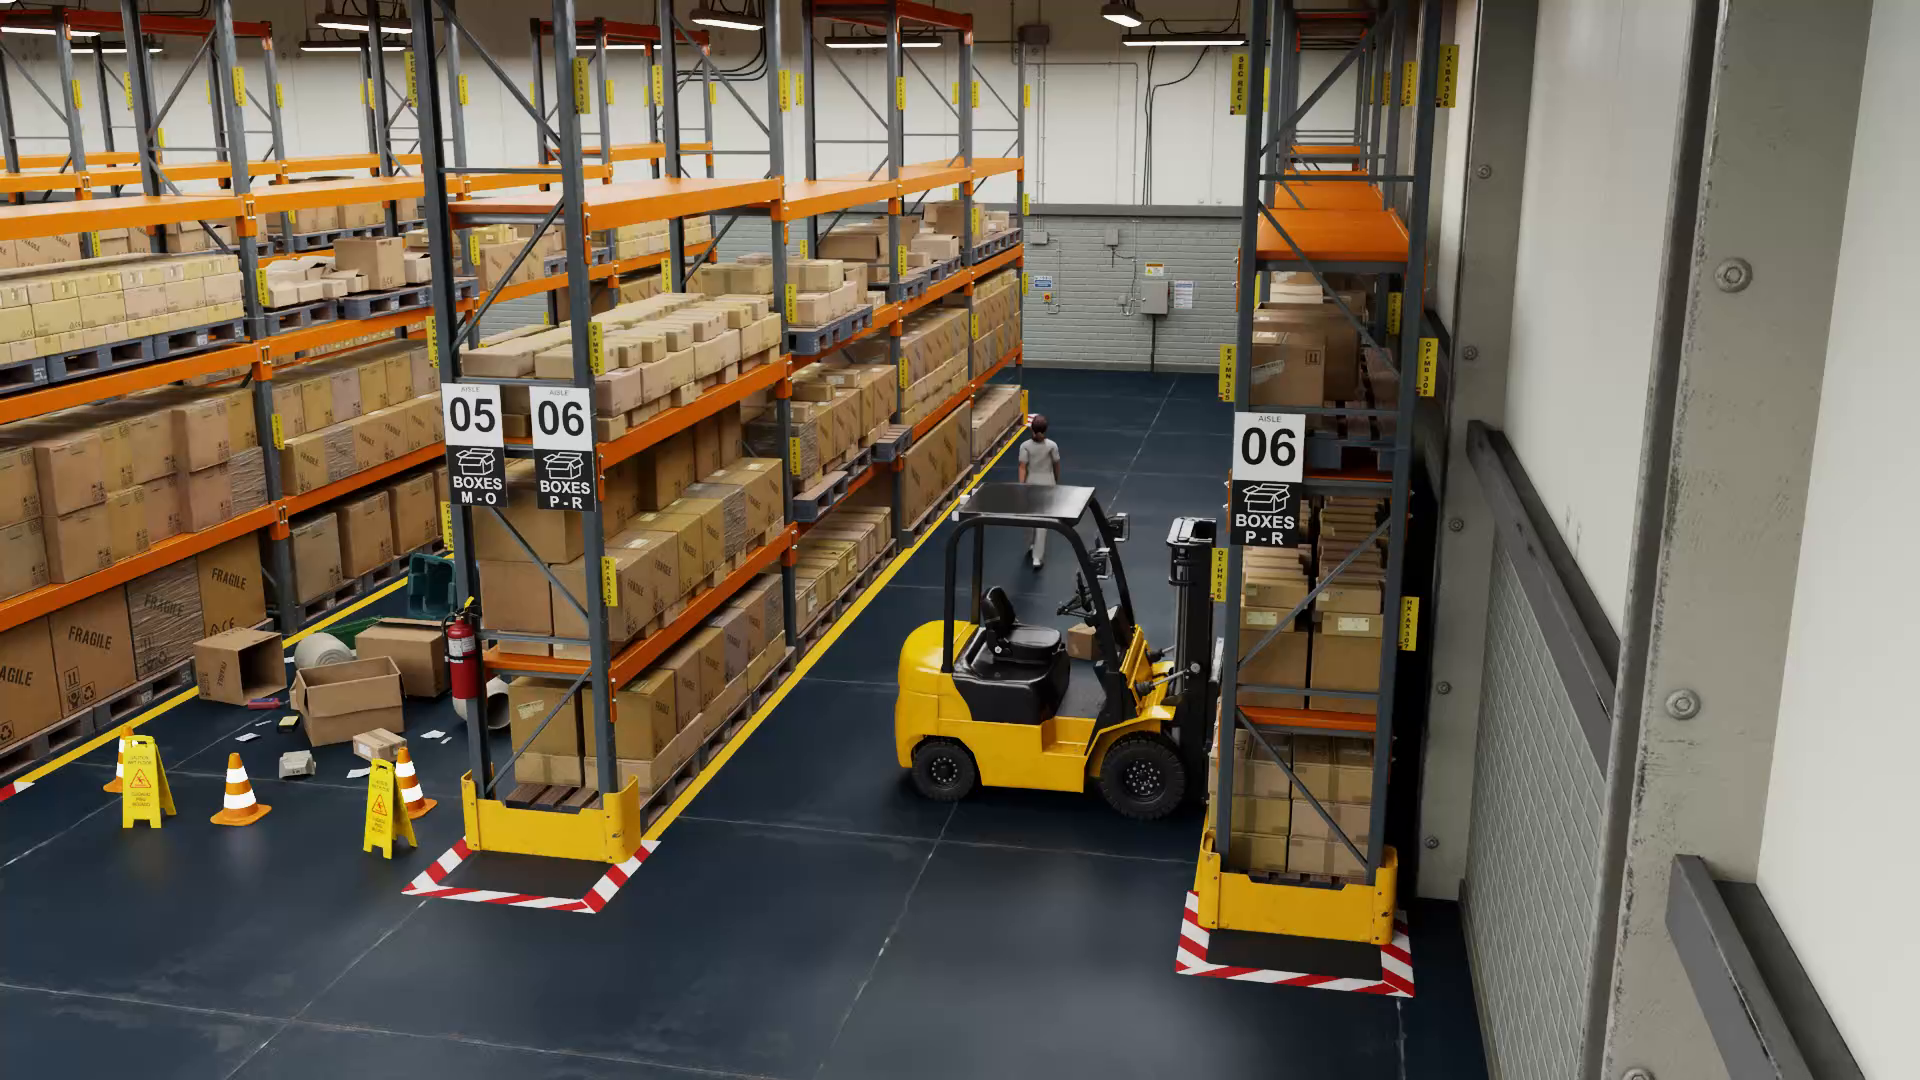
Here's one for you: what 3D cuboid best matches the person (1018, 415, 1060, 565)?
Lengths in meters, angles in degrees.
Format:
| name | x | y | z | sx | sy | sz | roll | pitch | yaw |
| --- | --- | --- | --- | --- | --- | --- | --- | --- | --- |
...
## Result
| name | x | y | z | sx | sy | sz | roll | pitch | yaw |
| --- | --- | --- | --- | --- | --- | --- | --- | --- | --- |
| person | 0.877 | -0.600 | 18.259 | 0.442 | 1.607 | 1.009 | 2 | 15 | 8 |
